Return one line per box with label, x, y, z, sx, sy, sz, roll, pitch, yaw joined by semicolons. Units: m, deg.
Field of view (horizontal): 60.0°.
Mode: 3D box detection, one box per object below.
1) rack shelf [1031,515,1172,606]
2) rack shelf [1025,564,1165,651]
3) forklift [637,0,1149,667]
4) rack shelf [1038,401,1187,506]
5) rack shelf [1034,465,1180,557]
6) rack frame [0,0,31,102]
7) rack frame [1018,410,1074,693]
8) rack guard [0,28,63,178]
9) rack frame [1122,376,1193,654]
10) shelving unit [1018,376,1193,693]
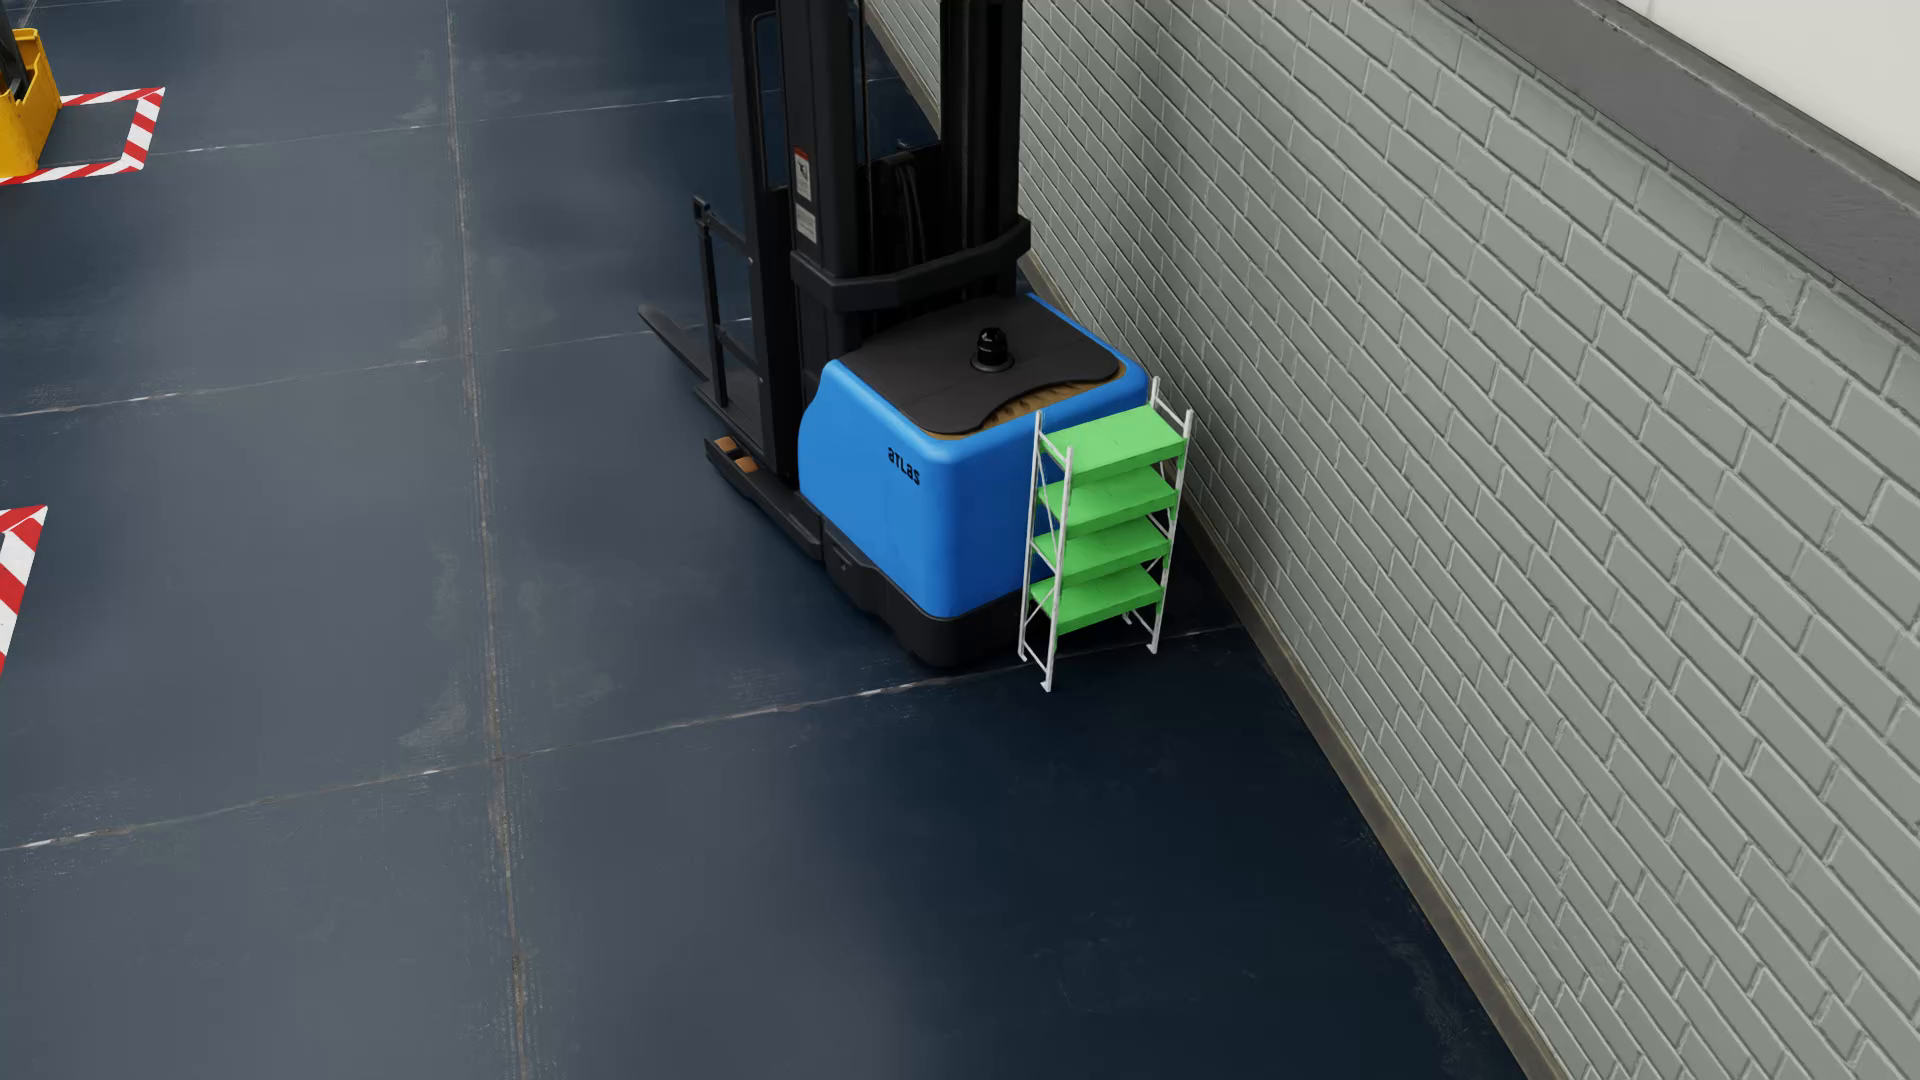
rack shelf;0.526;0.048;6.291;0.480;0.148;0.258;-18;45;-21
rack shelf;0.518;0.229;6.448;0.480;0.148;0.258;-18;45;-21
forklift;-0.509;-1.524;6.829;1.130;2.935;3.031;-23;43;-27
rack shelf;0.541;-0.314;5.976;0.480;0.148;0.258;-18;45;-21
rack shelf;0.533;-0.133;6.134;0.480;0.148;0.258;-18;45;-21
rack frame;-6.000;-3.738;9.667;0.127;3.000;1.000;-9;38;-12
rack frame;0.311;0.068;6.160;0.015;1.200;0.240;-18;45;-21
rack guard;-5.977;-2.749;10.432;0.348;0.500;1.175;-9;38;-12
rack frame;0.744;-0.069;6.338;0.015;1.200;0.240;-18;45;-21
shelving unit;0.528;0.000;6.249;0.503;1.200;0.258;-18;45;-21
